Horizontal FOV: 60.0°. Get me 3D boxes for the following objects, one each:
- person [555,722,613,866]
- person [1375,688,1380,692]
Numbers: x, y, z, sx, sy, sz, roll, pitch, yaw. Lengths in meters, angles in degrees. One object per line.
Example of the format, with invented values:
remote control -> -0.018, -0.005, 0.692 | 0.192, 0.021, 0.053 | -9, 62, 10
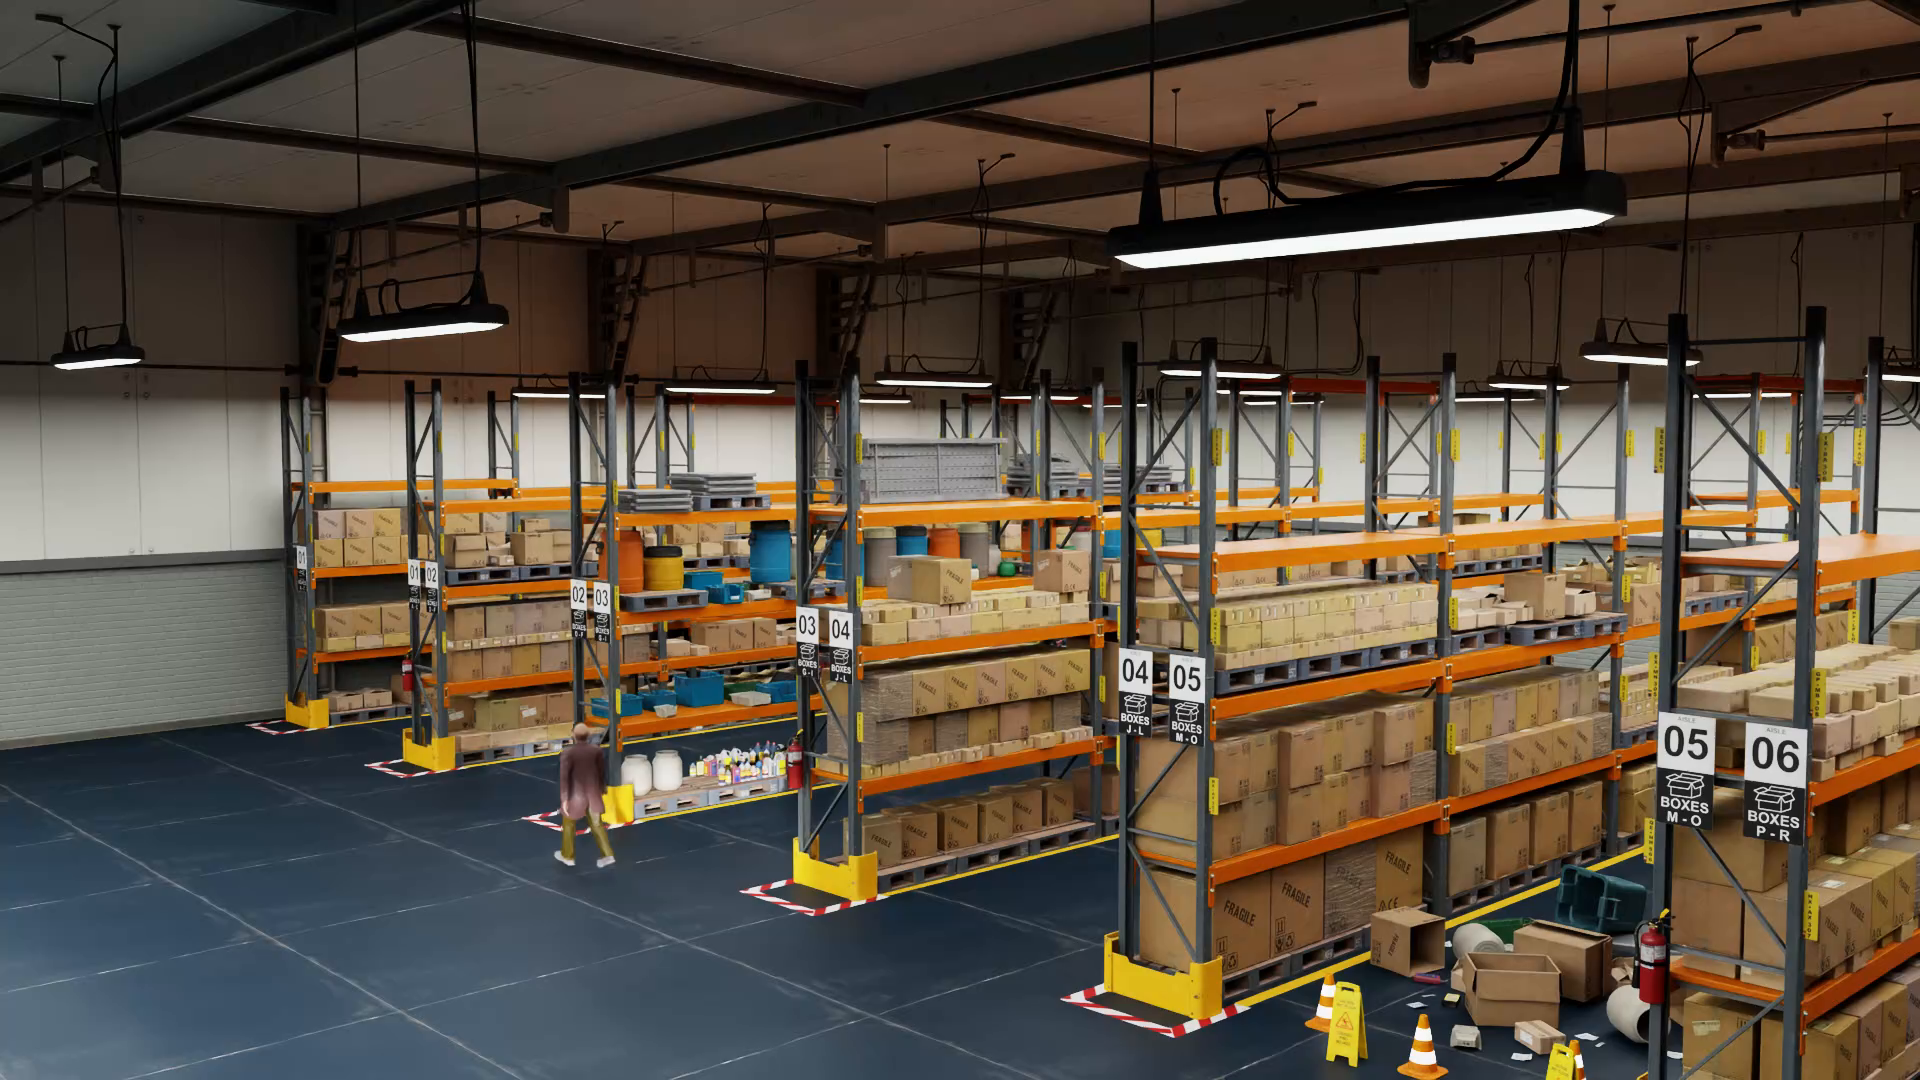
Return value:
person -> -4.498, 3.025, 19.713 | 0.578, 1.740, 1.075 | -3, 5, -38
person -> 5.767, 2.769, 23.402 | 0.972, 1.737, 0.543 | -2, 4, -27
